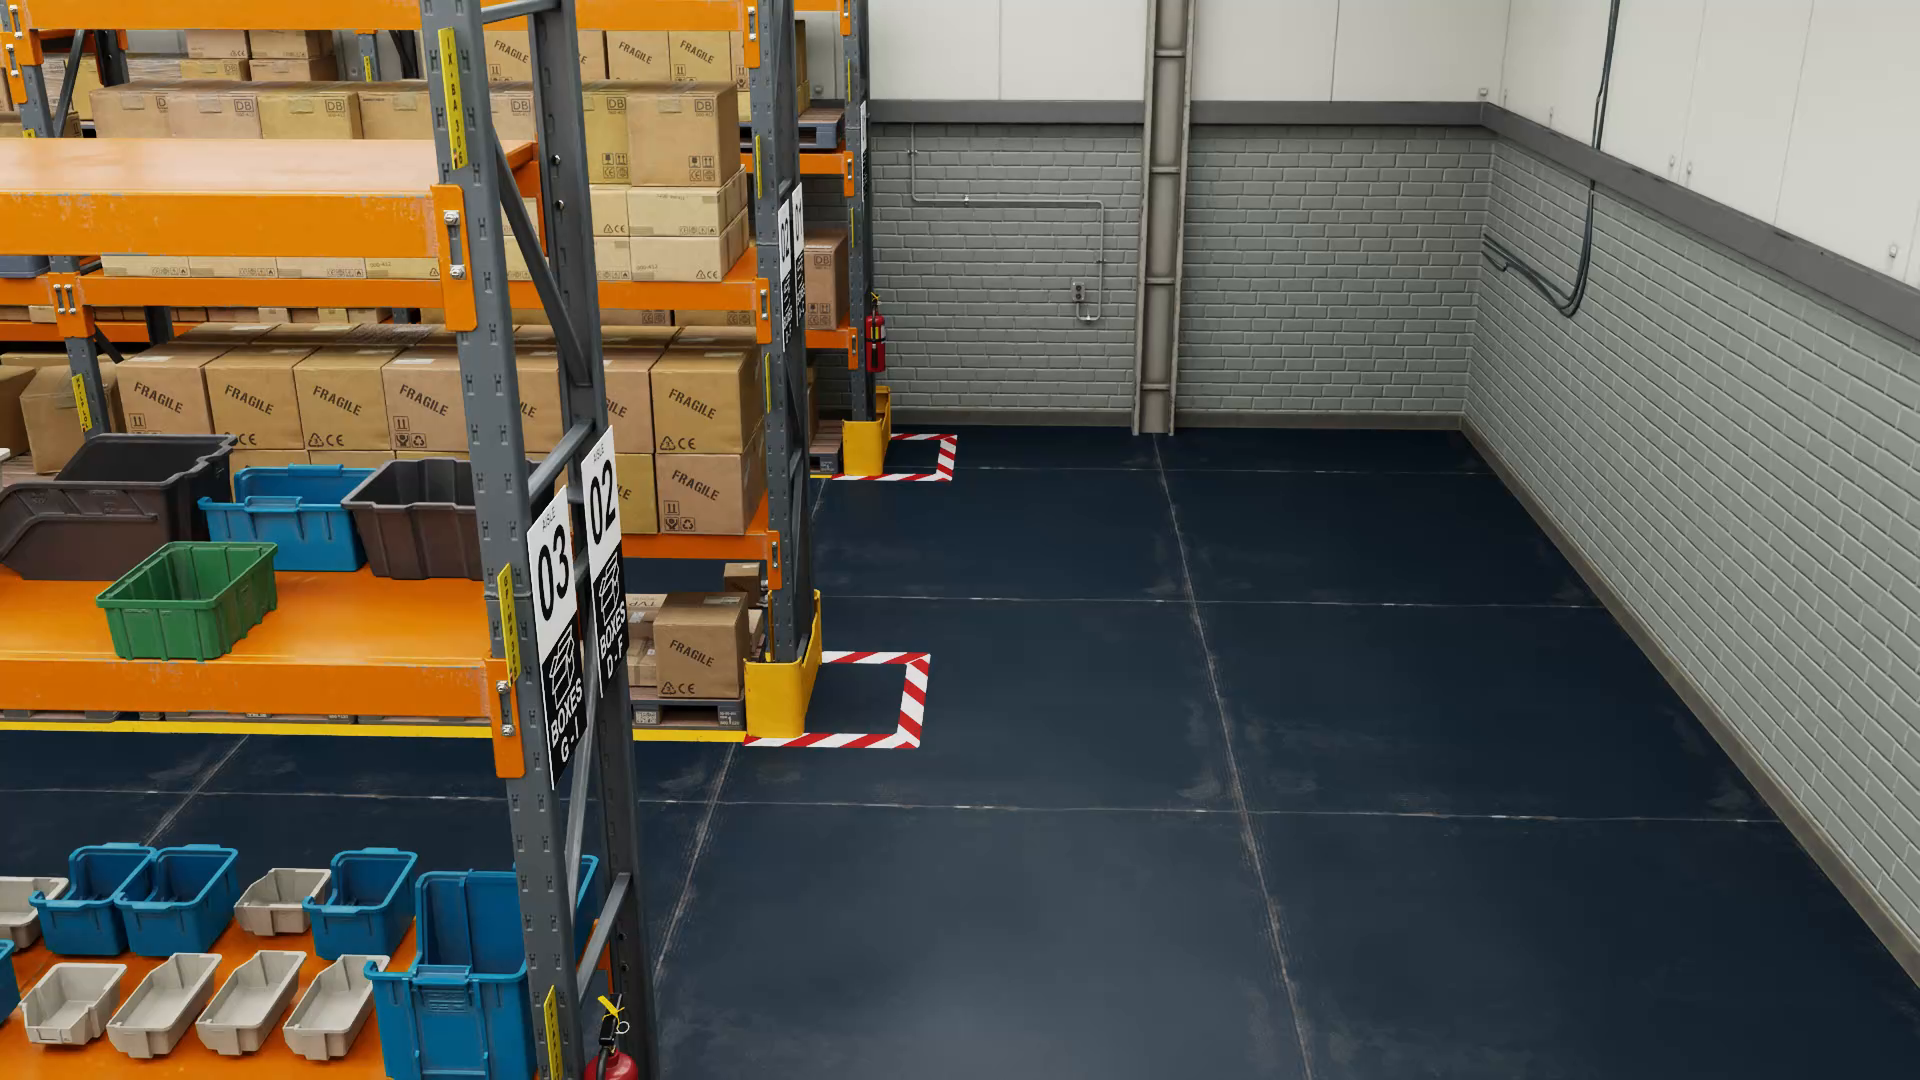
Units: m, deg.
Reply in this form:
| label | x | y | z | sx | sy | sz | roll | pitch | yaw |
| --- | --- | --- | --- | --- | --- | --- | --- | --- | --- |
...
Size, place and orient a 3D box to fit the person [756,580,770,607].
| label | x | y | z | sx | sy | sz | roll | pitch | yaw |
| --- | --- | --- | --- | --- | --- | --- | --- | --- | --- |
| person | -1.348 | -0.312 | 11.906 | 0.343 | 1.593 | 0.463 | -1 | 21 | -1 |
